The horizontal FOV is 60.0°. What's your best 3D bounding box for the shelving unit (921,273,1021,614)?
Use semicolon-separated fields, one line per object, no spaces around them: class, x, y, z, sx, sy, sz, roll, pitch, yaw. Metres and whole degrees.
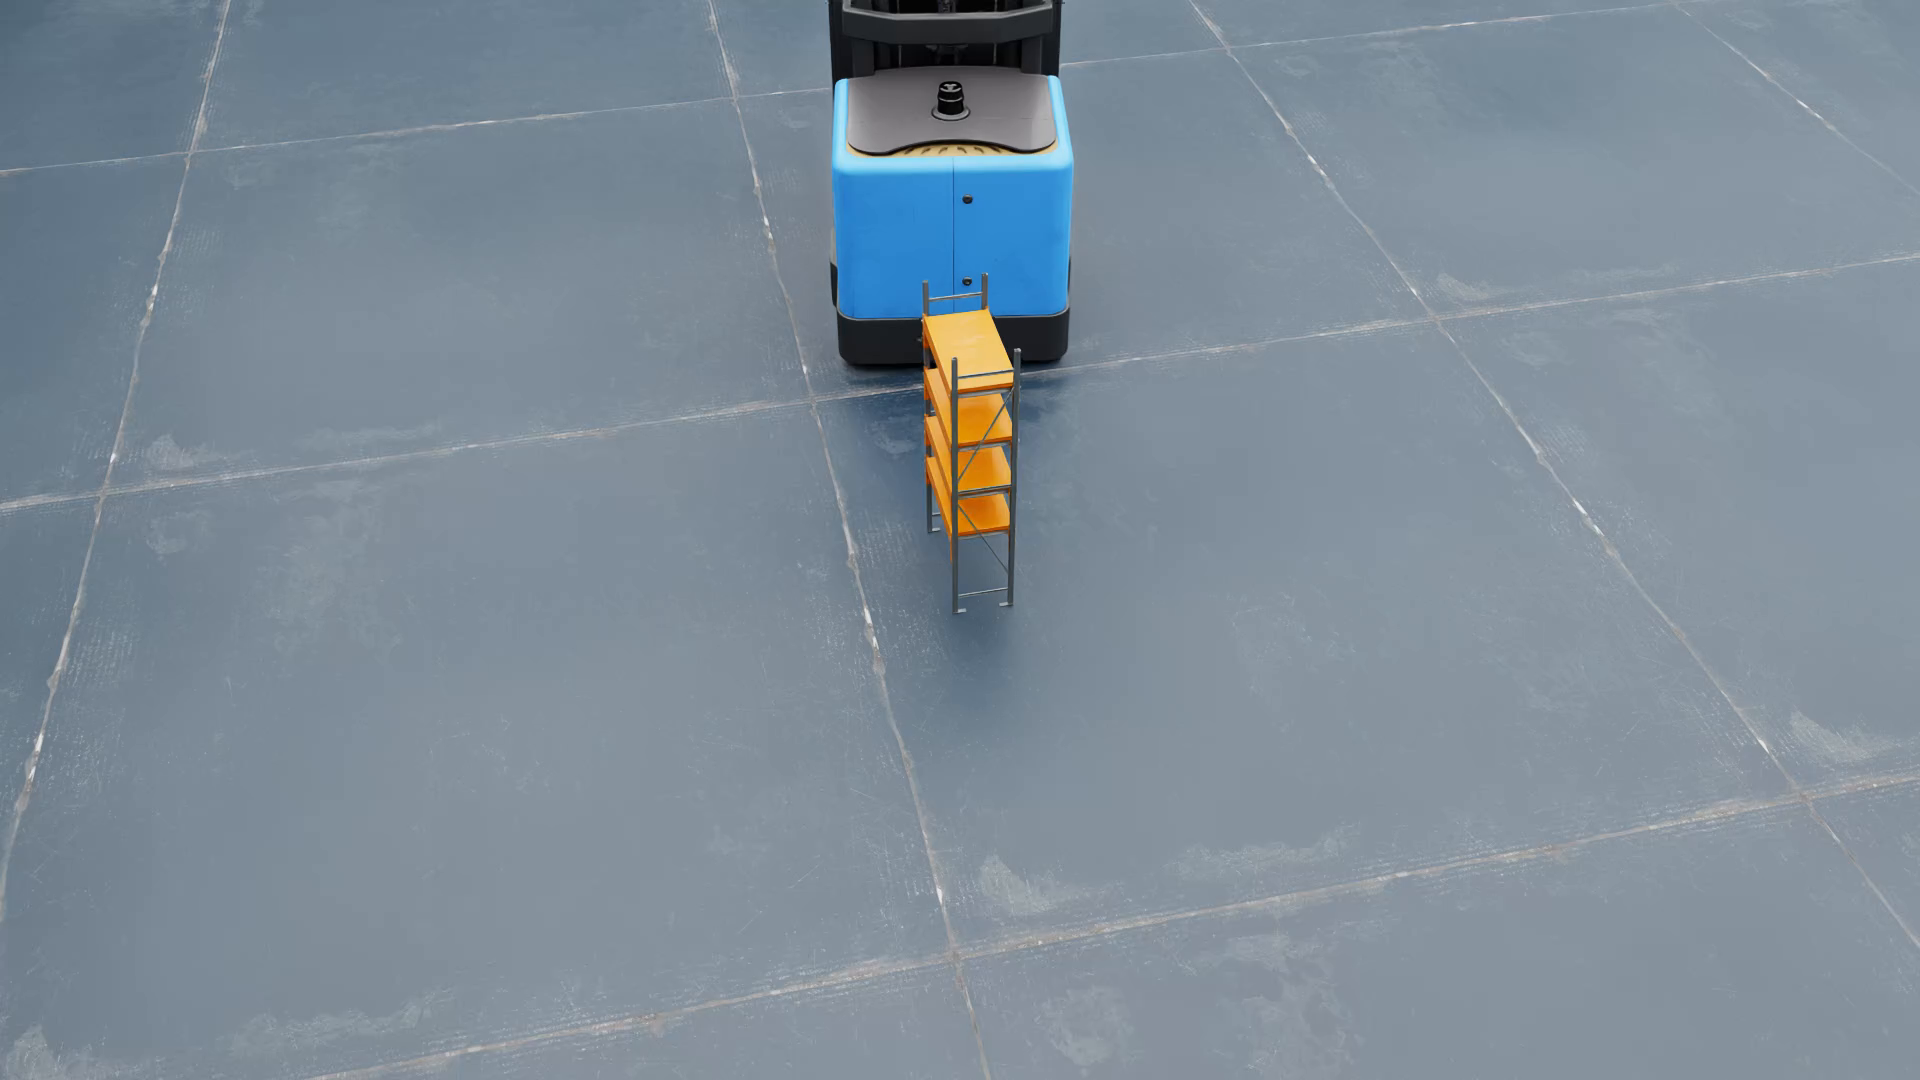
shelving unit;0.036;-0.341;6.231;0.258;1.200;0.503;-8;42;-9

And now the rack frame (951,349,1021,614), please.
rack frame;0.088;-0.183;6.053;0.240;1.200;0.015;-8;42;-9

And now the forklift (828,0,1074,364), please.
forklift;-0.079;-2.853;7.756;1.130;2.935;3.031;-1;42;-2

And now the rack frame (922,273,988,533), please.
rack frame;-0.017;-0.500;6.409;0.240;1.200;0.015;-8;42;-9

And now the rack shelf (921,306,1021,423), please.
rack shelf;0.036;-0.635;5.970;0.258;0.148;0.480;-8;42;-9

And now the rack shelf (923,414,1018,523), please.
rack shelf;0.036;-0.291;6.275;0.258;0.148;0.480;-8;42;-9

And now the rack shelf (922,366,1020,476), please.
rack shelf;0.036;-0.458;6.127;0.258;0.148;0.480;-8;42;-9

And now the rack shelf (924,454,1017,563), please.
rack shelf;0.036;-0.143;6.407;0.258;0.148;0.480;-8;42;-9
